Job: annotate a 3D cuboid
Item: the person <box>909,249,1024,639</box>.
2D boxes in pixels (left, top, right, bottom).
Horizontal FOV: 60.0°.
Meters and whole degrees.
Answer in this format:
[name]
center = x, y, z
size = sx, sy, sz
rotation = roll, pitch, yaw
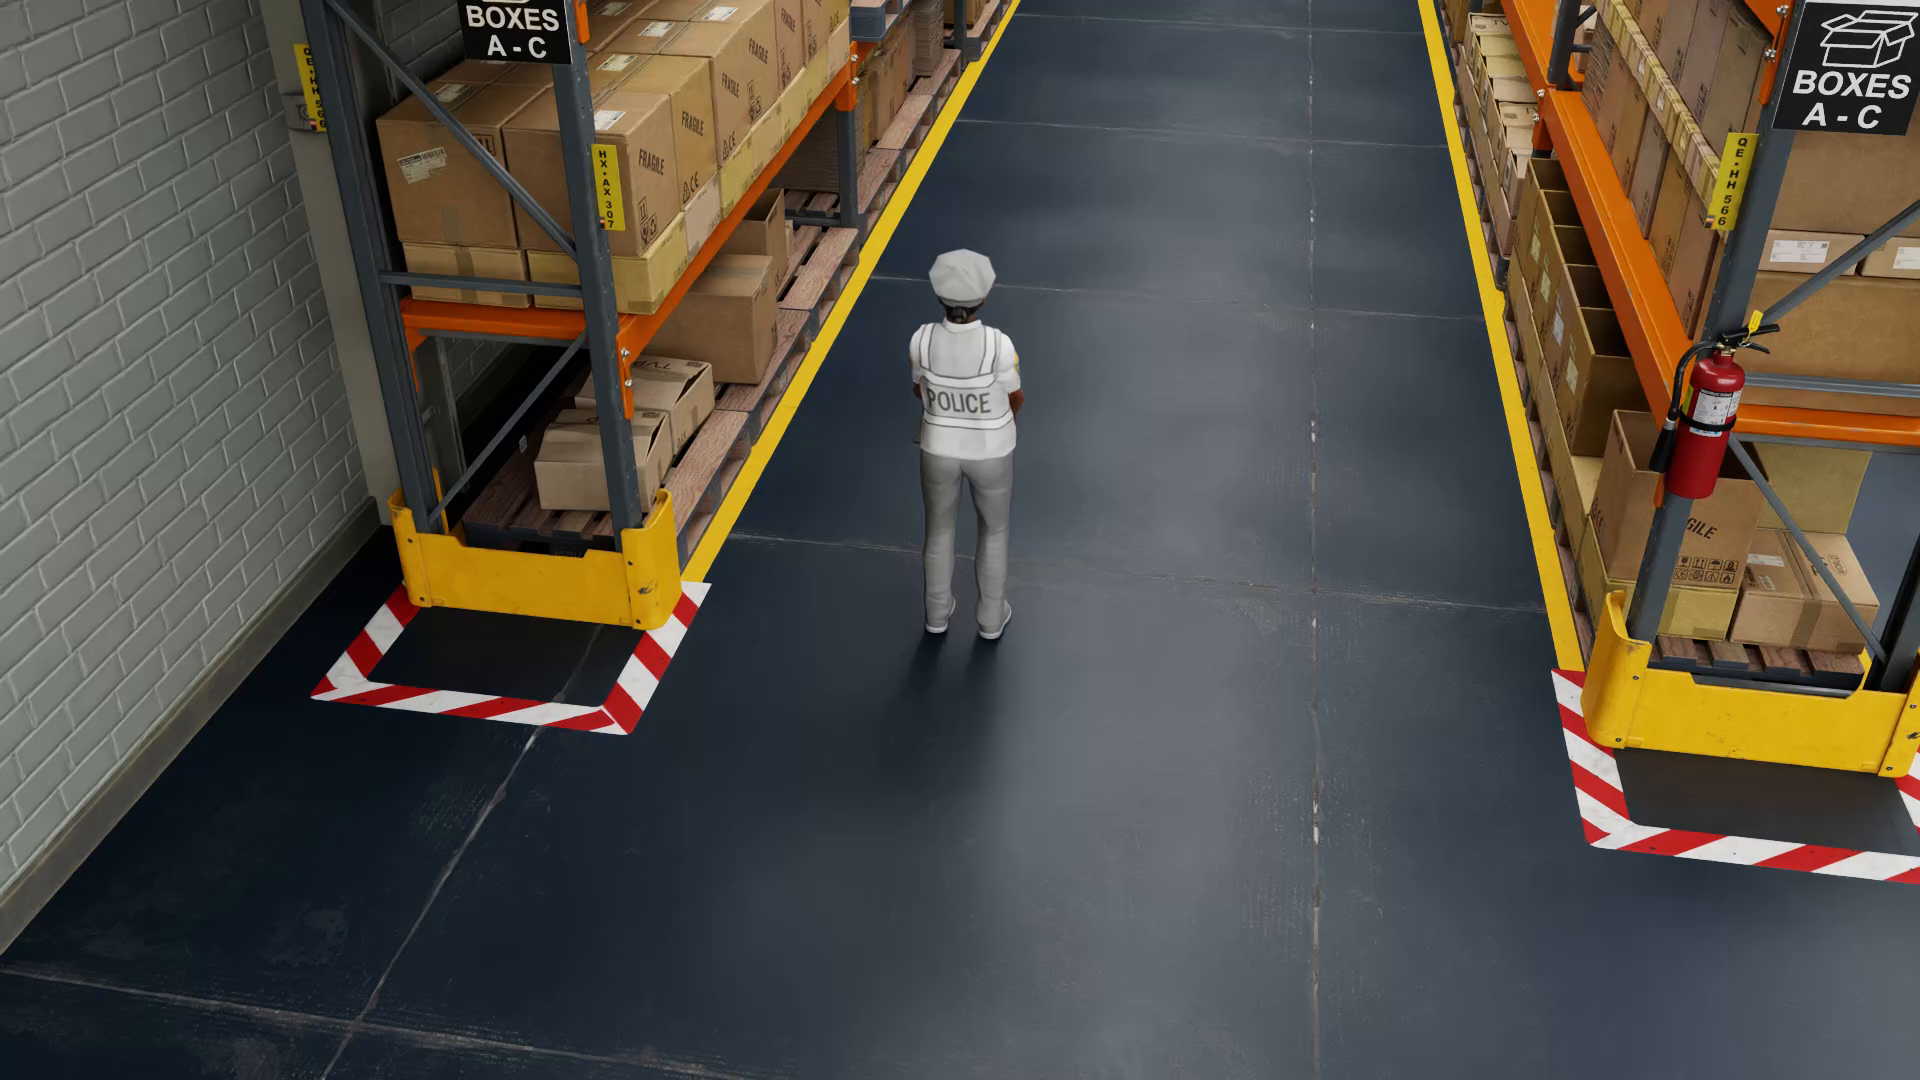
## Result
[person]
center = 0.039, -0.400, 6.744
size = 0.445, 1.692, 0.512
rotation = 5, 33, 9
